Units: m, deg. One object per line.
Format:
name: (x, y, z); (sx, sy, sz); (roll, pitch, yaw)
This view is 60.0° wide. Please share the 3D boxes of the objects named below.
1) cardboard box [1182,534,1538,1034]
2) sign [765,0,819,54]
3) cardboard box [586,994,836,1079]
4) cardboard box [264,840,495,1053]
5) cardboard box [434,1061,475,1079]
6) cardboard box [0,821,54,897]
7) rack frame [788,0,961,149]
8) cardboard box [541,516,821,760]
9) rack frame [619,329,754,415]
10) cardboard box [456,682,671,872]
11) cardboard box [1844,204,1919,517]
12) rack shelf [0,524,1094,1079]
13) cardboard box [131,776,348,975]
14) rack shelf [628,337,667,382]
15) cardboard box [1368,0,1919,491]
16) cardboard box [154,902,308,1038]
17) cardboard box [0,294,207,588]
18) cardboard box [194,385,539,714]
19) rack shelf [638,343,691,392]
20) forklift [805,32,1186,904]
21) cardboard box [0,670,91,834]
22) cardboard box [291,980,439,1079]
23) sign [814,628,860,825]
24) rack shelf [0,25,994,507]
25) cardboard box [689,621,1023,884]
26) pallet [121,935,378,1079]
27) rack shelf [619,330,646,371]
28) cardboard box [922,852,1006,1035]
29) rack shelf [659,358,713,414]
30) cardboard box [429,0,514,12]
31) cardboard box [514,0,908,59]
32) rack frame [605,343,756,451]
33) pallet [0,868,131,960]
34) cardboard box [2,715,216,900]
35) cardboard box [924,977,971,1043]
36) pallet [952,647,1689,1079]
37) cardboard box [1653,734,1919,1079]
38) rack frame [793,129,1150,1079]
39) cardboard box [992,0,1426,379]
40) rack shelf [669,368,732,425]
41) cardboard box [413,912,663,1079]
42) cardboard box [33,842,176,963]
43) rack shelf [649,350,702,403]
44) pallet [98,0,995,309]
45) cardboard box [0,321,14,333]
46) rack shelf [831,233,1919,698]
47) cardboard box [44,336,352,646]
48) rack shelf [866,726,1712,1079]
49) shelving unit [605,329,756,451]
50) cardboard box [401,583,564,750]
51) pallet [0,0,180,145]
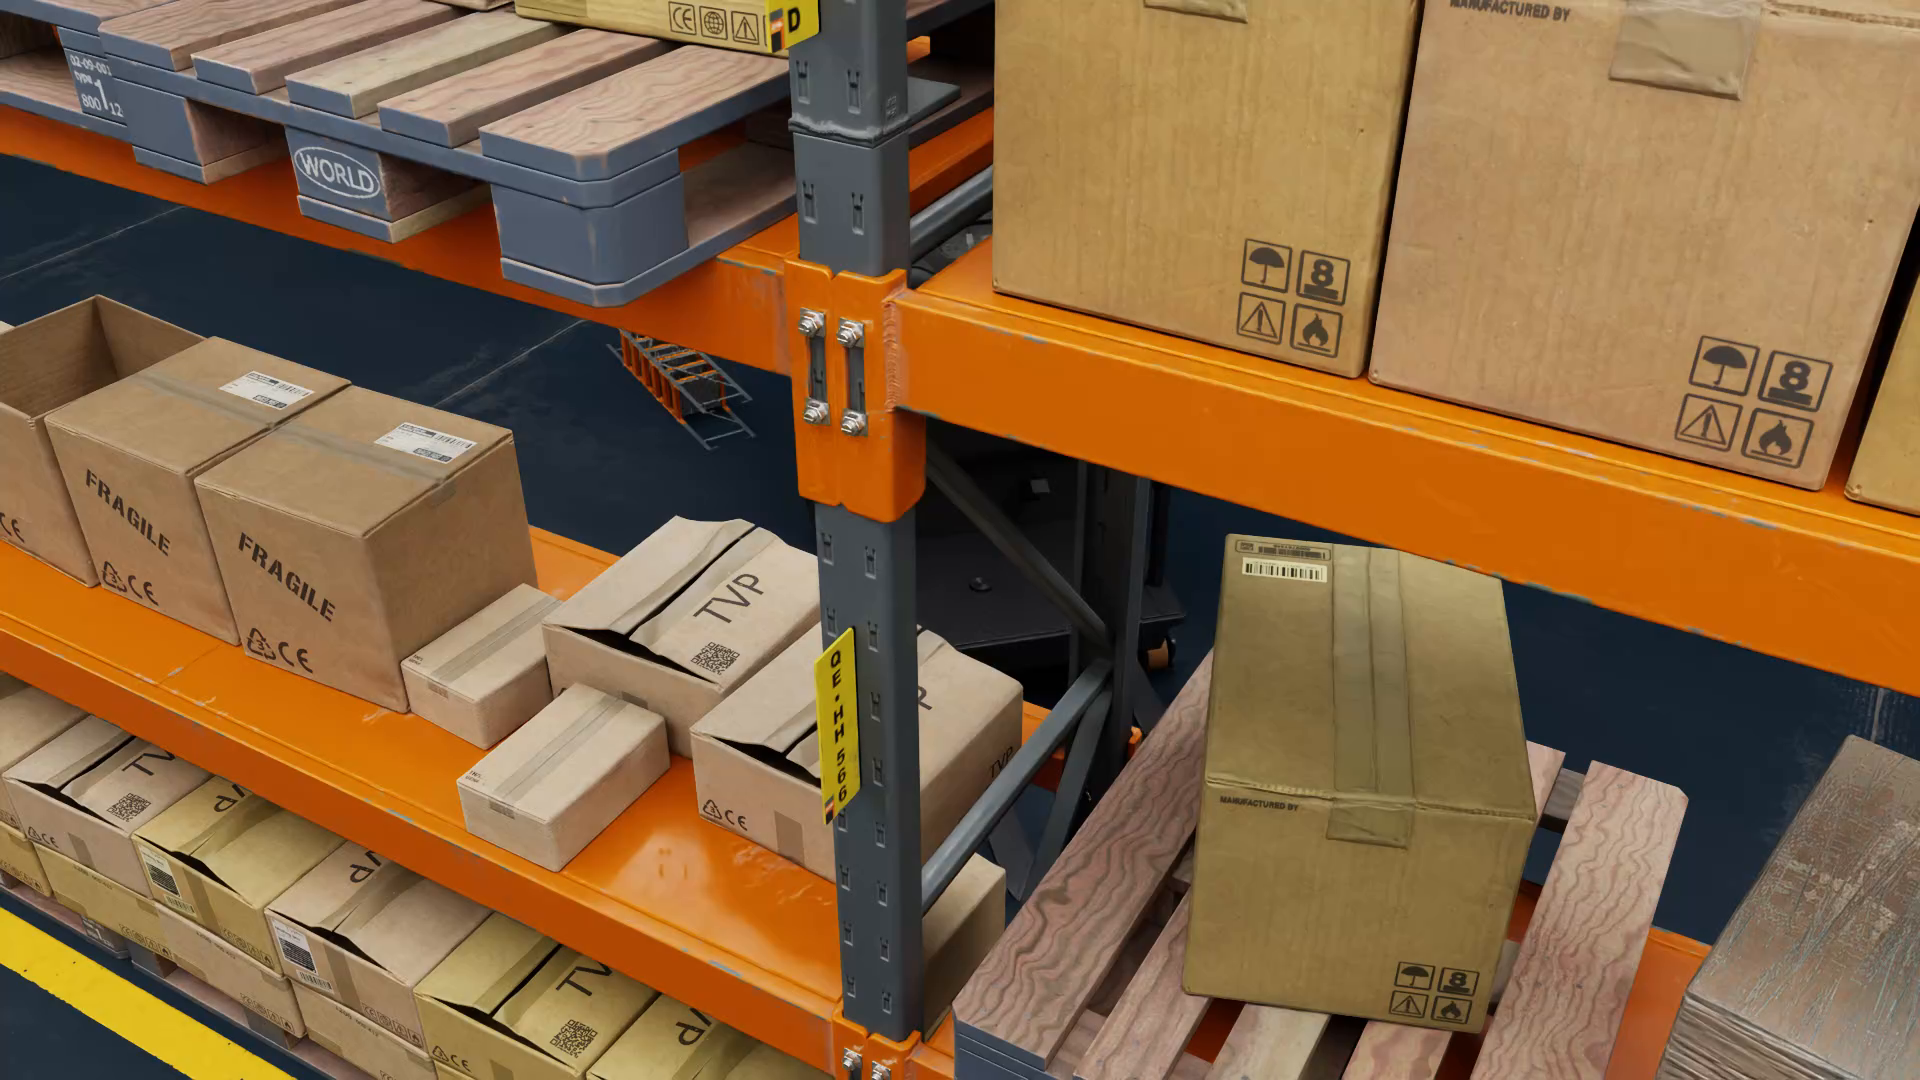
cardboard box: (0.687, 0.407, 2.963); (0.500, 0.500, 0.700); (6, 34, 9)
sign: (-0.198, -0.727, 1.892); (0.005, 0.325, 0.100); (18, 37, 24)
cardboard box: (-0.492, 1.215, 3.815); (0.500, 0.311, 0.500); (19, 38, 26)
cardboard box: (-1.383, 0.935, 4.235); (0.500, 0.311, 0.500); (17, 37, 24)
cardboard box: (-0.942, 1.307, 4.183); (0.500, 0.250, 0.500); (17, 37, 24)
cardboard box: (-2.718, 0.746, 5.026); (0.500, 0.250, 0.500); (19, 38, 26)
rack frame: (0.085, -1.992, 1.623); (0.127, 3.000, 1.000); (18, 37, 24)
cardboard box: (-0.596, 0.203, 3.820); (0.500, 0.311, 0.500); (17, 37, 24)
rack frame: (-1.329, -0.865, 7.710); (0.240, 0.006, 1.200); (-19, 38, -26)
cardboard box: (-0.833, 0.495, 3.527); (0.250, 0.149, 0.380); (18, 37, 24)
cardboard box: (1.375, -0.399, 1.846); (0.500, 0.500, 0.910); (18, 37, 24)
rack shelf: (-1.652, 0.254, 4.311); (4.000, 0.370, 1.077); (18, 37, 24)
cardboard box: (-1.817, 0.796, 4.444); (0.500, 0.311, 0.500); (19, 38, 26)
rack shelf: (-1.431, -0.882, 7.899); (0.258, 0.180, 0.103); (-19, 38, -26)
cardboard box: (0.923, -0.542, 2.060); (0.500, 0.500, 0.910); (18, 37, 24)
cardboard box: (-1.825, 1.027, 4.603); (0.500, 0.250, 0.500); (18, 38, 25)
cardboard box: (-2.272, -0.273, 4.364); (0.500, 0.500, 0.500); (20, 39, 28)
cardboard box: (-1.380, 0.009, 3.939); (0.500, 0.500, 0.500); (16, 37, 22)
rack shelf: (-1.368, -0.825, 7.814); (0.258, 0.180, 0.103); (-19, 38, -26)
forklift: (0.146, -0.848, 5.379); (1.130, 2.935, 3.031); (-8, 34, -11)
cardboard box: (-2.721, 0.515, 4.867); (0.500, 0.311, 0.500); (17, 37, 24)
cardboard box: (-1.377, 1.167, 4.393); (0.500, 0.250, 0.500); (18, 38, 25)
sign: (-0.188, 0.291, 2.563); (0.005, 0.325, 0.100); (18, 37, 24)
rack shelf: (-1.652, -0.995, 3.480); (4.000, 0.370, 1.077); (18, 37, 24)
cardboard box: (-0.209, 0.421, 3.492); (0.500, 0.311, 0.500); (20, 39, 27)
pallet: (-1.666, 1.084, 4.932); (1.213, 0.211, 1.003); (18, 37, 24)
rack shelf: (-1.494, -0.938, 7.984); (0.258, 0.180, 0.103); (-19, 38, -26)
cardboard box: (-0.224, 0.955, 4.205); (0.500, 0.311, 0.500); (19, 38, 26)
rack shelf: (-1.242, -0.712, 7.644); (0.258, 0.180, 0.103); (-19, 38, -26)
cardboard box: (-0.801, -1.089, 2.730); (0.500, 0.250, 0.500); (19, 38, 26)
cardboard box: (-0.337, -0.954, 2.526); (0.500, 0.250, 0.500); (15, 36, 21)
rack frame: (-1.329, -0.713, 7.811); (0.240, 0.006, 1.200); (-19, 38, -26)
pallet: (-2.729, 0.749, 5.435); (1.213, 0.211, 1.003); (18, 37, 24)
cardboard box: (-2.271, 0.656, 4.654); (0.500, 0.311, 0.500); (16, 37, 23)
cardboard box: (-0.224, 1.189, 4.360); (0.500, 0.250, 0.500); (17, 37, 24)
pallet: (0.708, 0.737, 3.110); (1.003, 0.211, 1.213); (18, 37, 24)
cardboard box: (1.387, 0.751, 2.448); (0.500, 0.500, 0.700); (25, 41, 33)
rack frame: (0.085, 0.505, 3.286); (0.127, 3.000, 1.000); (18, 37, 24)
cardboard box: (0.480, -0.682, 2.271); (0.500, 0.500, 0.910); (18, 37, 24)
rack shelf: (-1.179, -0.655, 7.559); (0.258, 0.180, 0.103); (-19, 38, -26)
cardboard box: (-0.947, 1.076, 4.025); (0.500, 0.311, 0.500); (17, 37, 24)
cardboard box: (-2.267, 0.887, 4.814); (0.500, 0.250, 0.500); (16, 37, 23)
rack shelf: (-1.305, -0.768, 7.729); (0.258, 0.180, 0.103); (-19, 38, -26)
pallet: (-0.549, -0.809, 2.723); (1.003, 0.211, 1.213); (19, 38, 27)
cardboard box: (-2.939, -0.419, 4.808); (0.500, 0.250, 0.500); (20, 39, 27)
rack shelf: (1.821, 0.106, 1.828); (4.000, 0.370, 1.077); (18, 37, 24)
cardboard box: (-1.837, -0.135, 4.157); (0.500, 0.500, 0.500); (18, 38, 24)
rack shelf: (1.821, 1.354, 2.659); (4.000, 0.370, 1.077); (18, 37, 24)
shelving unit: (-1.329, -0.789, 7.761); (0.258, 0.189, 1.200); (-19, 38, -26)
cardboard box: (-1.050, 0.286, 3.842); (0.250, 0.149, 0.380); (21, 39, 28)
pallet: (-1.521, -1.115, 3.182); (1.213, 0.211, 1.003); (19, 38, 27)
